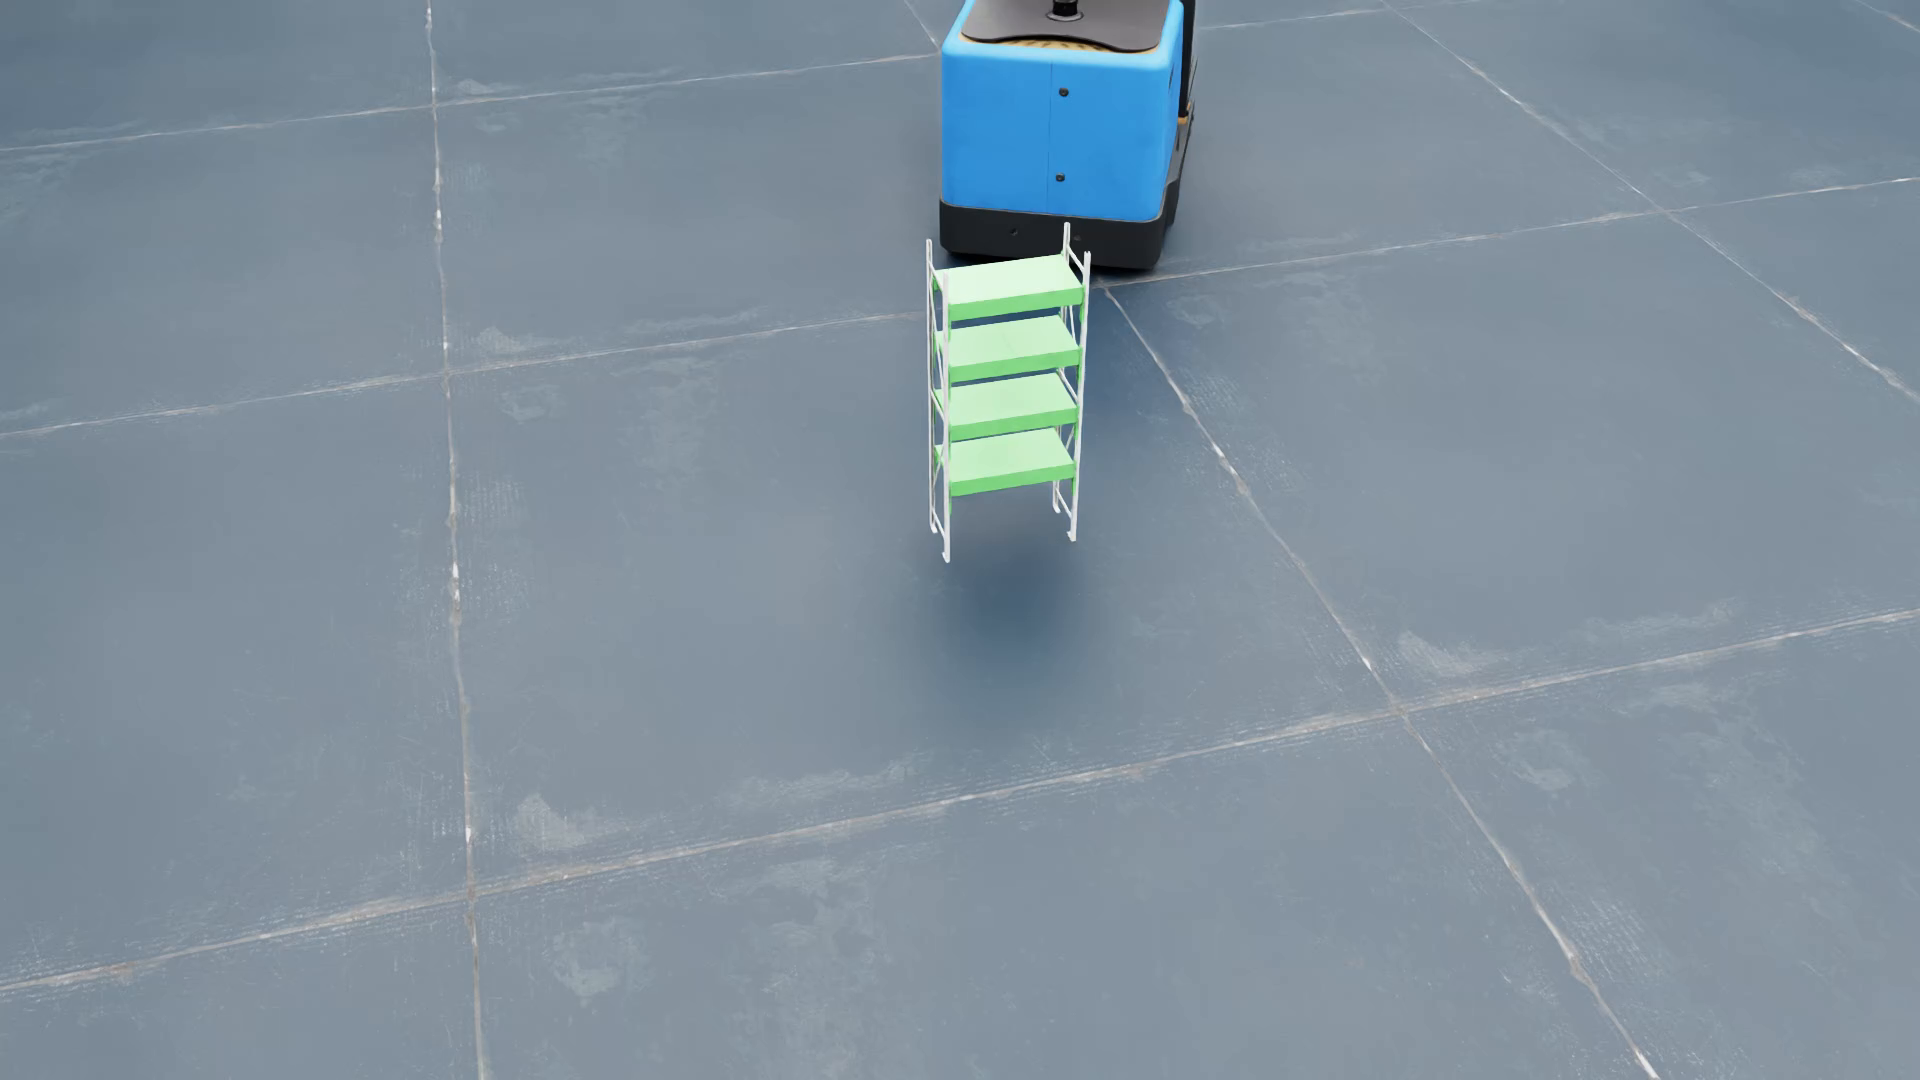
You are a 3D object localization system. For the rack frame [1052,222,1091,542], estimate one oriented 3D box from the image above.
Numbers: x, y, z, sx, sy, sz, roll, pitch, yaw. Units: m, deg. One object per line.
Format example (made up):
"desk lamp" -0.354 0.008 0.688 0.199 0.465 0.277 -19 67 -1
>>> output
"rack frame" 0.395 -0.541 5.970 0.015 1.200 0.240 -9 38 -12

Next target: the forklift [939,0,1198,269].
"forklift" 0.686 -3.330 8.191 1.130 2.935 3.031 7 38 9

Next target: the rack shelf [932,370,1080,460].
"rack shelf" 0.160 -0.452 5.959 0.480 0.148 0.258 -9 38 -12

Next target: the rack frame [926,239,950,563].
"rack frame" -0.076 -0.464 5.869 0.015 1.200 0.240 -9 38 -12

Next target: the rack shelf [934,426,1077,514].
"rack shelf" 0.160 -0.261 6.104 0.480 0.148 0.258 -9 38 -12

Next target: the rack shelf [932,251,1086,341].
"rack shelf" 0.160 -0.833 5.667 0.480 0.148 0.258 -9 38 -12

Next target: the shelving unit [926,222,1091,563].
"shelving unit" 0.160 -0.503 5.920 0.503 1.200 0.258 -9 38 -12

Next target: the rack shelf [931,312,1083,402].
"rack shelf" 0.160 -0.643 5.813 0.480 0.148 0.258 -9 38 -12
